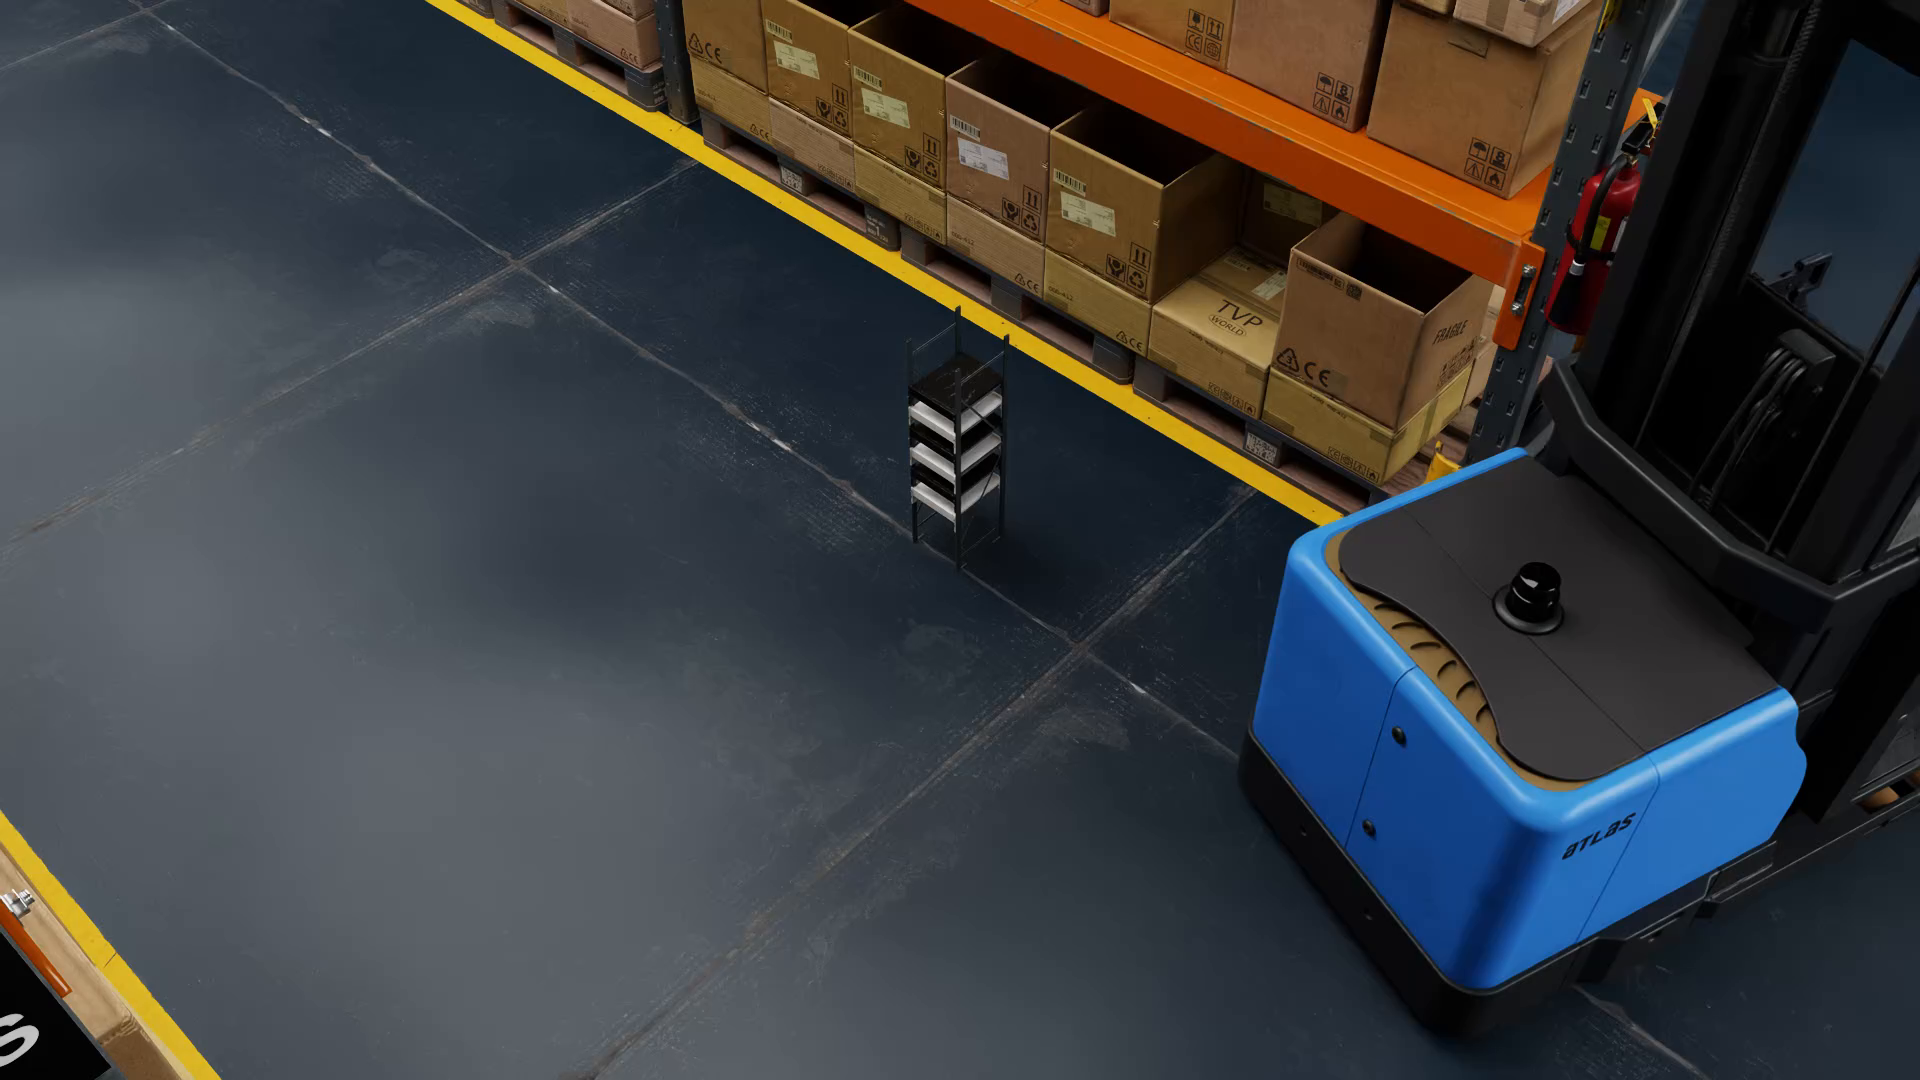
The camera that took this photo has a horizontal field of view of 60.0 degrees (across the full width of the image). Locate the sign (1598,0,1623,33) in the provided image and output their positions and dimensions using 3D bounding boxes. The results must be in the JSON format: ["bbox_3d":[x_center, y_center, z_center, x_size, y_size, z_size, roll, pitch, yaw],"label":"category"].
[{"bbox_3d":[1.625,-1.401,4.051,0.005,0.325,0.100,34,55,28],"label":"sign"}]

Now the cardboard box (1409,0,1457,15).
[{"bbox_3d":[1.400,-1.679,4.755,0.250,0.149,0.380,35,56,28],"label":"cardboard box"}]

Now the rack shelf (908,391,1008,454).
[{"bbox_3d":[-0.006,-0.412,5.319,0.200,0.077,0.258,34,55,28],"label":"rack shelf"}]

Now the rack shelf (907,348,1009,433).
[{"bbox_3d":[-0.006,-0.474,5.253,0.200,0.077,0.258,34,55,28],"label":"rack shelf"}]

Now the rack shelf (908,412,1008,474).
[{"bbox_3d":[-0.006,-0.351,5.384,0.200,0.077,0.258,34,55,28],"label":"rack shelf"}]

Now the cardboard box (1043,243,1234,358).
[{"bbox_3d":[0.664,-1.004,6.233,0.500,0.250,0.500,34,55,28],"label":"cardboard box"}]

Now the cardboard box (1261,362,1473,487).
[{"bbox_3d":[1.409,-0.517,5.776,0.500,0.250,0.500,34,55,28],"label":"cardboard box"}]

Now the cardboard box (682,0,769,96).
[{"bbox_3d":[-0.808,-2.247,6.886,0.500,0.500,0.500,34,55,28],"label":"cardboard box"}]

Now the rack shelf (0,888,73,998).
[{"bbox_3d":[-2.824,-0.321,2.430,4.000,0.370,1.077,34,55,28],"label":"rack shelf"}]

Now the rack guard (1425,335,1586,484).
[{"bbox_3d":[2.021,-0.340,5.726,0.348,0.500,1.175,34,55,28],"label":"rack guard"}]

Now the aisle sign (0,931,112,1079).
[{"bbox_3d":[-1.098,0.433,1.502,0.004,0.787,0.394,34,55,28],"label":"aisle sign"}]

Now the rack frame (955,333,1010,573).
[{"bbox_3d":[0.069,-0.262,5.379,0.006,0.900,0.240,34,55,28],"label":"rack frame"}]

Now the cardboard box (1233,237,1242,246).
[{"bbox_3d":[1.023,-1.287,6.499,0.500,0.250,0.500,34,55,28],"label":"cardboard box"}]

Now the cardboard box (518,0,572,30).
[{"bbox_3d":[-1.808,-2.688,7.815,0.500,0.250,0.500,33,55,27],"label":"cardboard box"}]

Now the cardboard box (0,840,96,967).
[{"bbox_3d":[-1.857,0.589,2.714,0.500,0.500,0.500,34,55,28],"label":"cardboard box"}]

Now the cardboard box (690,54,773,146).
[{"bbox_3d":[-0.801,-1.996,7.164,0.500,0.250,0.500,34,55,28],"label":"cardboard box"}]

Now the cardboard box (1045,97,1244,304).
[{"bbox_3d":[0.662,-1.259,5.958,0.500,0.500,0.500,34,55,28],"label":"cardboard box"}]

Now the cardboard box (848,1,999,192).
[{"bbox_3d":[-0.073,-1.753,6.422,0.500,0.500,0.500,34,55,28],"label":"cardboard box"}]

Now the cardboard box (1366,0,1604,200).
[{"bbox_3d":[1.669,-1.479,5.013,0.500,0.500,0.700,34,55,28],"label":"cardboard box"}]

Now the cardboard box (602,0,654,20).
[{"bbox_3d":[-1.428,-2.626,7.372,0.500,0.311,0.500,34,55,28],"label":"cardboard box"}]

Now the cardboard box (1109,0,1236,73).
[{"bbox_3d":[0.919,-1.985,5.487,0.500,0.500,0.700,34,56,28],"label":"cardboard box"}]

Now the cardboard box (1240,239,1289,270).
[{"bbox_3d":[1.390,-1.039,6.266,0.500,0.250,0.500,34,55,28],"label":"cardboard box"}]

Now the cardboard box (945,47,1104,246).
[{"bbox_3d":[0.296,-1.507,6.191,0.500,0.500,0.500,34,55,28],"label":"cardboard box"}]

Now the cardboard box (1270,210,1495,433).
[{"bbox_3d":[1.407,-0.772,5.501,0.500,0.500,0.500,34,55,28],"label":"cardboard box"}]

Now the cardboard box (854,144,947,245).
[{"bbox_3d":[-0.073,-1.496,6.695,0.500,0.250,0.500,34,55,28],"label":"cardboard box"}]

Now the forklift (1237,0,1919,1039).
[{"bbox_3d":[2.381,-0.453,4.165,3.031,2.935,1.130,-21,50,-18],"label":"forklift"}]

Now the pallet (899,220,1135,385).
[{"bbox_3d":[0.520,-1.212,6.743,1.213,0.211,1.003,34,55,28],"label":"pallet"}]

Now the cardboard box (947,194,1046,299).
[{"bbox_3d":[0.298,-1.252,6.466,0.500,0.250,0.500,34,55,28],"label":"cardboard box"}]

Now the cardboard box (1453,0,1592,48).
[{"bbox_3d":[1.593,-1.550,4.634,0.250,0.149,0.380,33,55,27],"label":"cardboard box"}]

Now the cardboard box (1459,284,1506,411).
[{"bbox_3d":[1.760,-0.794,6.036,0.500,0.250,0.500,34,55,28],"label":"cardboard box"}]

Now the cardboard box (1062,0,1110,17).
[{"bbox_3d":[0.529,-2.243,5.730,0.500,0.500,0.700,36,56,29],"label":"cardboard box"}]

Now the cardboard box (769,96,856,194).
[{"bbox_3d":[-0.437,-1.746,6.930,0.500,0.250,0.500,34,55,28],"label":"cardboard box"}]

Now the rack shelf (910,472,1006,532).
[{"bbox_3d":[-0.006,-0.166,5.581,0.200,0.077,0.258,34,55,28],"label":"rack shelf"}]

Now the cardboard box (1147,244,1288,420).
[{"bbox_3d":[1.033,-0.757,6.002,0.500,0.250,0.500,34,55,28],"label":"cardboard box"}]

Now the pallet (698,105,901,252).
[{"bbox_3d":[-0.380,-1.815,7.309,1.213,0.211,1.003,34,55,28],"label":"pallet"}]

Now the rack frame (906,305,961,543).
[{"bbox_3d":[-0.081,-0.362,5.473,0.006,0.900,0.240,34,55,28],"label":"rack frame"}]

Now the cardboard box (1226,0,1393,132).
[{"bbox_3d":[1.280,-1.736,5.254,0.500,0.500,0.700,35,56,29],"label":"cardboard box"}]

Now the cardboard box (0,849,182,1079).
[{"bbox_3d":[-1.501,0.839,2.479,0.500,0.500,0.500,34,55,28],"label":"cardboard box"}]

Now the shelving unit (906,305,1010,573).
[{"bbox_3d":[-0.006,-0.312,5.426,0.210,0.900,0.258,34,55,28],"label":"shelving unit"}]

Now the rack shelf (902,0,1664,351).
[{"bbox_3d":[0.533,-1.950,6.017,4.000,0.370,1.077,34,55,28],"label":"rack shelf"}]

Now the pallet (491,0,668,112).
[{"bbox_3d":[-1.504,-2.574,8.022,1.213,0.211,1.003,34,55,28],"label":"pallet"}]

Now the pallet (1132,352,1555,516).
[{"bbox_3d":[1.413,-0.608,6.176,1.213,0.211,1.003,34,55,28],"label":"pallet"}]

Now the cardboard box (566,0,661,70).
[{"bbox_3d":[-1.438,-2.437,7.579,0.500,0.250,0.500,33,55,27],"label":"cardboard box"}]

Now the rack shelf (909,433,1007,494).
[{"bbox_3d":[-0.006,-0.289,5.450,0.200,0.077,0.258,34,55,28],"label":"rack shelf"}]

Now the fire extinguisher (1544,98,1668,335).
[{"bbox_3d":[1.775,-0.873,4.566,0.183,0.674,0.296,34,55,28],"label":"fire extinguisher"}]

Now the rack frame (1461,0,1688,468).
[{"bbox_3d":[2.003,-1.207,4.826,0.127,3.000,1.000,34,55,28],"label":"rack frame"}]

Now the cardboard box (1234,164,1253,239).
[{"bbox_3d":[1.015,-1.537,6.219,0.500,0.500,0.500,34,55,28],"label":"cardboard box"}]

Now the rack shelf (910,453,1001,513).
[{"bbox_3d":[-0.006,-0.228,5.516,0.200,0.077,0.258,34,55,28],"label":"rack shelf"}]

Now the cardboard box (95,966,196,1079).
[{"bbox_3d":[-1.497,1.082,2.766,0.500,0.250,0.500,32,55,27],"label":"cardboard box"}]

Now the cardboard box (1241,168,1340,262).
[{"bbox_3d":[1.391,-1.297,5.994,0.500,0.500,0.500,34,55,28],"label":"cardboard box"}]

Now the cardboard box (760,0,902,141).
[{"bbox_3d":[-0.435,-2.004,6.658,0.500,0.500,0.500,34,55,28],"label":"cardboard box"}]

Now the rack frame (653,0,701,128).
[{"bbox_3d":[-0.936,-3.185,6.683,0.127,3.000,1.000,34,55,28],"label":"rack frame"}]

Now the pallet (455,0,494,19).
[{"bbox_3d":[-2.405,-3.177,8.588,1.213,0.211,1.003,34,55,28],"label":"pallet"}]
